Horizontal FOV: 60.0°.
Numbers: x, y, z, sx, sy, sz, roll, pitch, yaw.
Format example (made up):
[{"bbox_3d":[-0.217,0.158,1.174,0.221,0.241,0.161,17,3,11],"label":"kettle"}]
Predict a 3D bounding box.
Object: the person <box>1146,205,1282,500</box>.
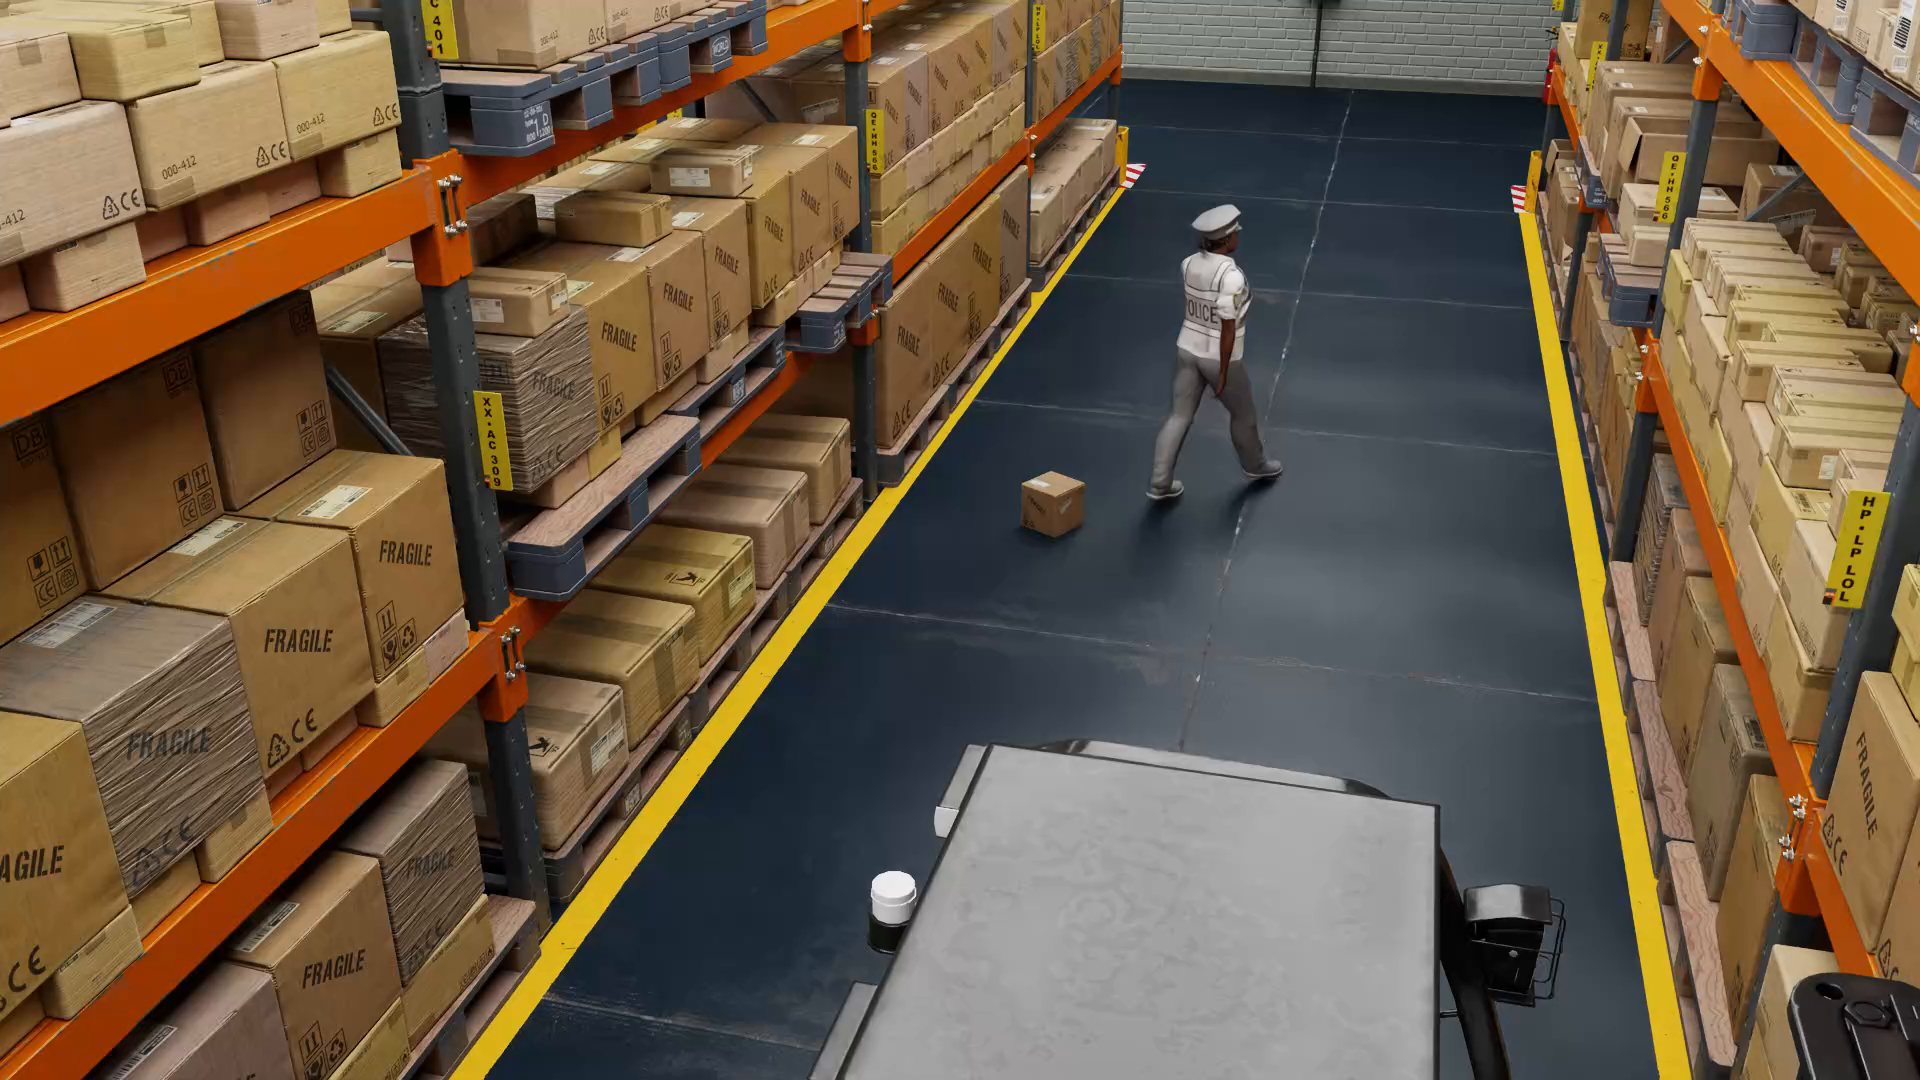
[{"bbox_3d":[1.448,-1.063,9.271,0.971,1.636,0.460,-20,32,-36],"label":"person"}]
